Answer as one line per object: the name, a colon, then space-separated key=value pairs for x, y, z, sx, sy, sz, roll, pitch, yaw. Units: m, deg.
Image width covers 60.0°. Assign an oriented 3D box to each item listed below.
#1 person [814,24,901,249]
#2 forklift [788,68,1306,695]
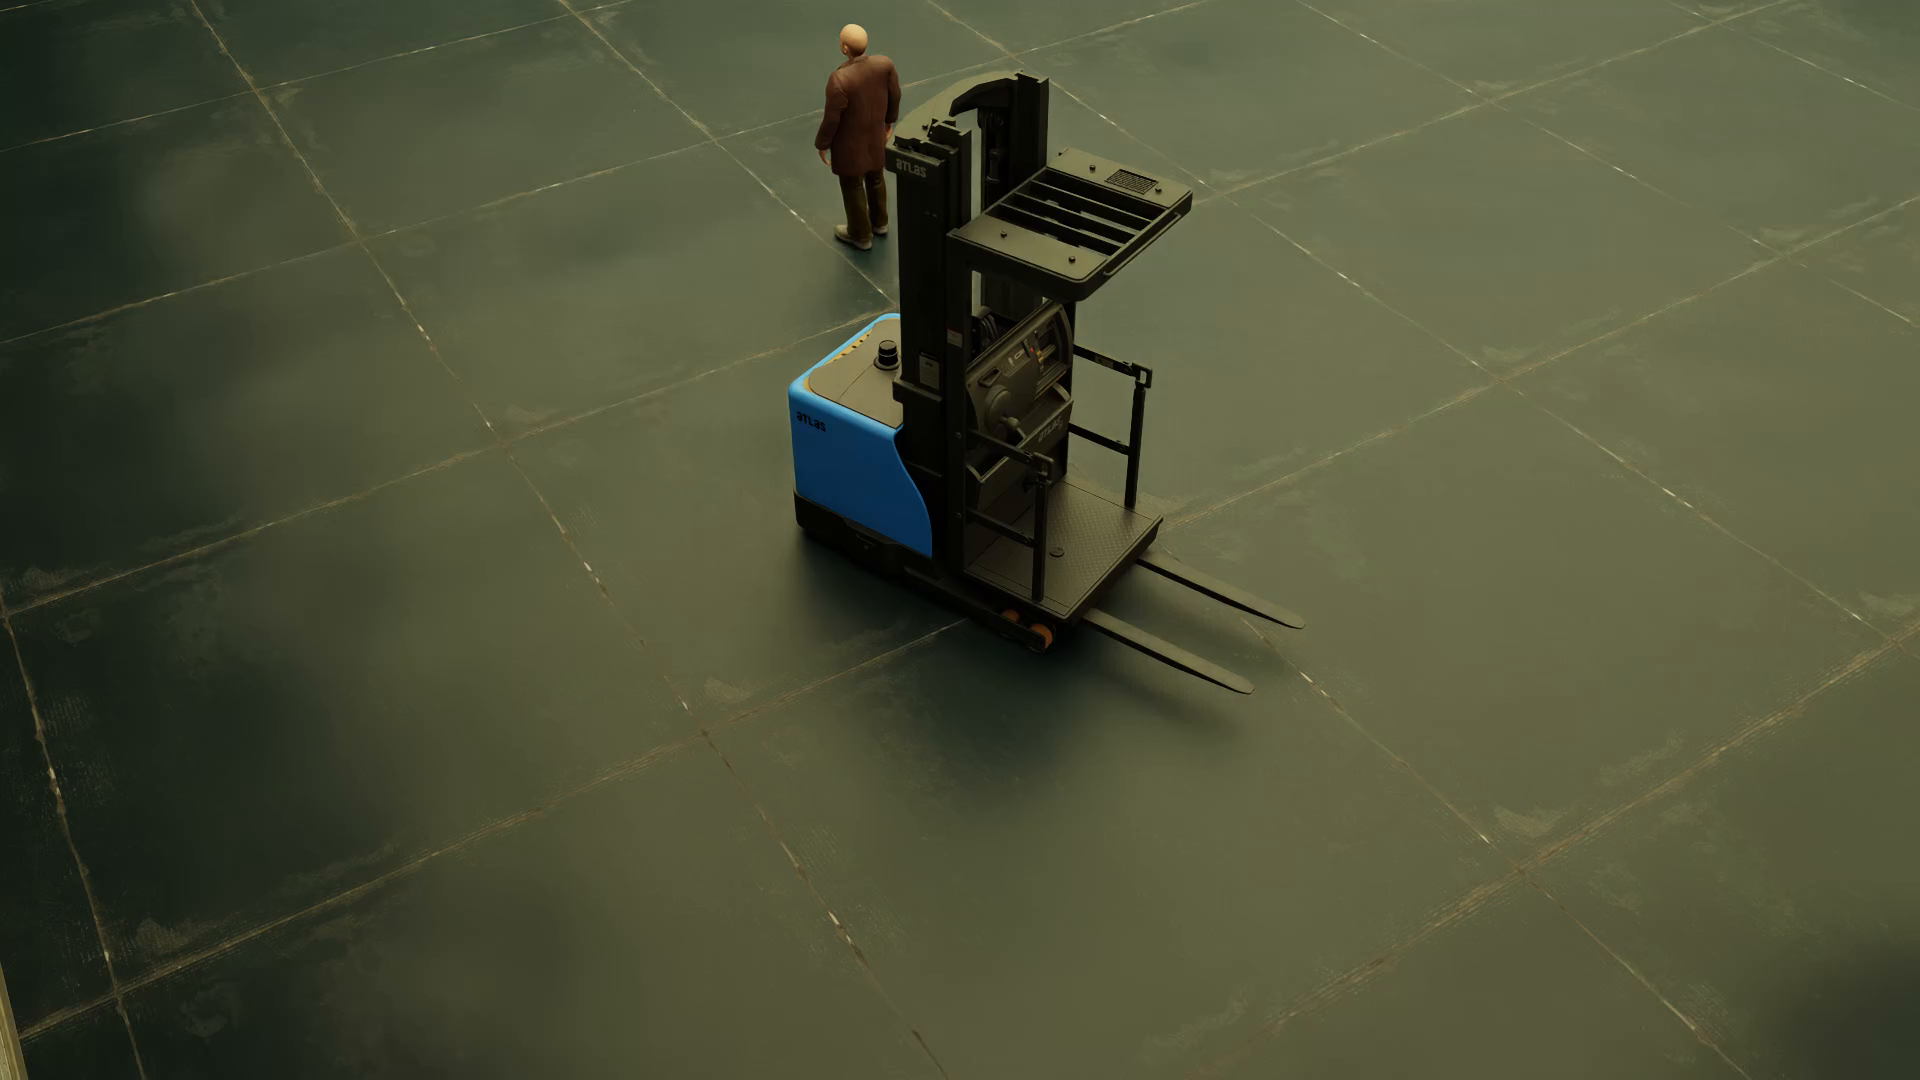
person: x=-0.793 y=-2.972 z=12.138 sx=0.694 sy=1.777 sz=0.581 roll=-25 pitch=47 yaw=-26
forklift: x=0.496 y=-0.872 z=8.869 sx=3.031 sy=2.935 sz=1.130 roll=25 pitch=47 yaw=26
